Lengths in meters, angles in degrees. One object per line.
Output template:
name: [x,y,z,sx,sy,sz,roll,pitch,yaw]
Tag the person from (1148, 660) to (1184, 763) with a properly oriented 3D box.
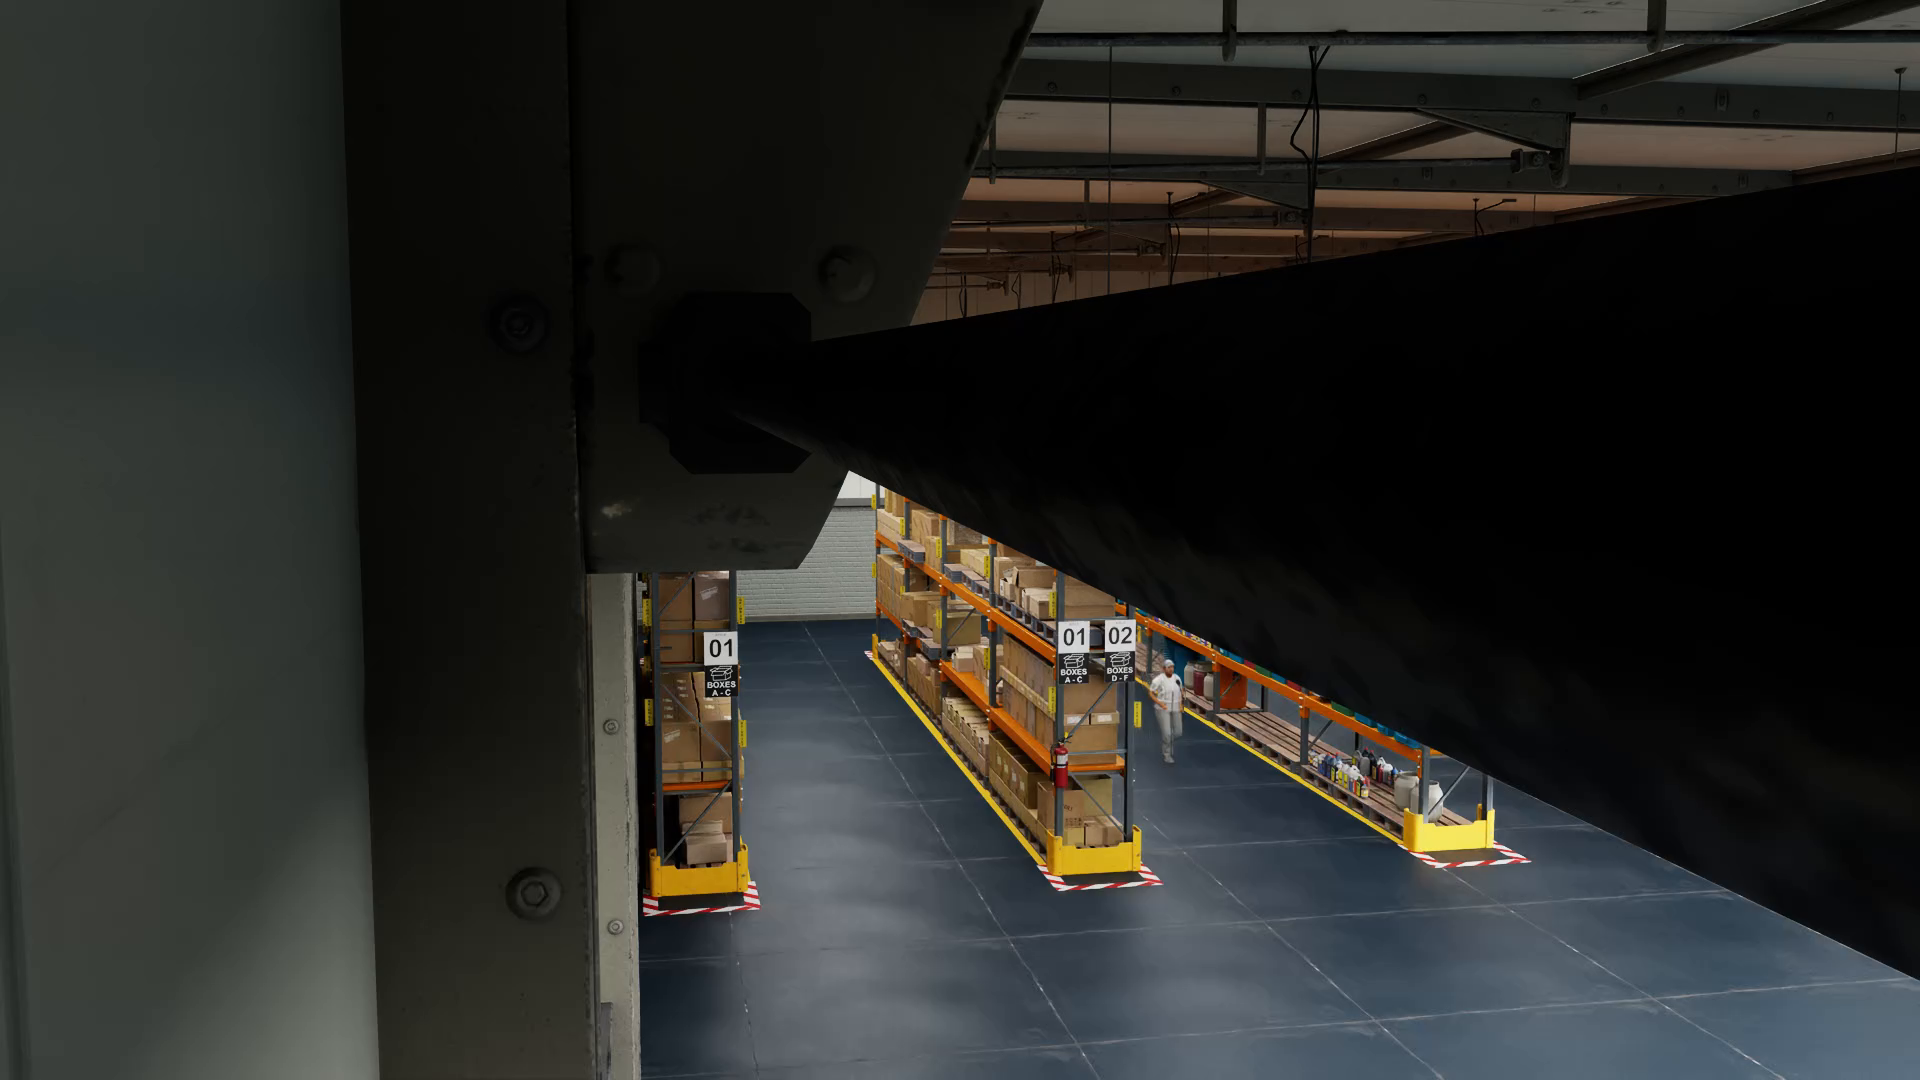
person: [3.311,2.723,26.648,0.613,1.637,0.557,-2,6,-16]
